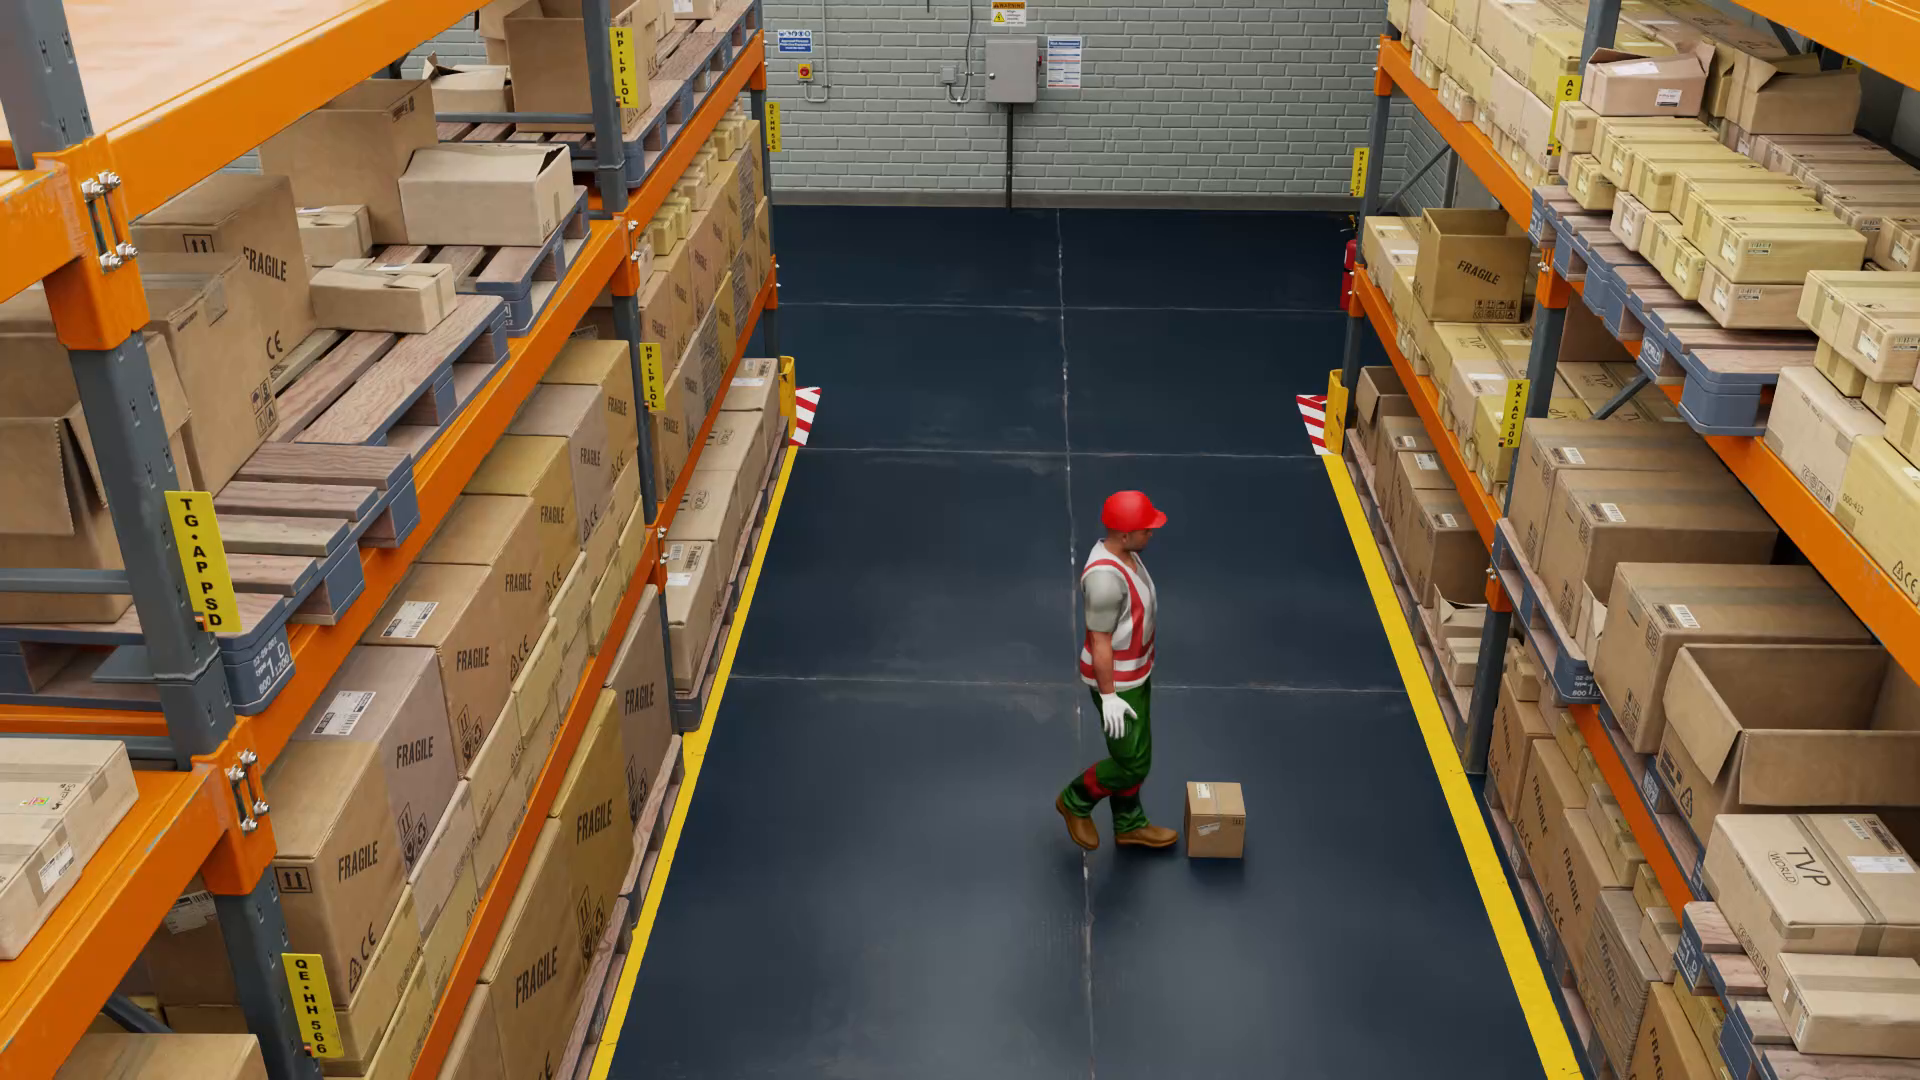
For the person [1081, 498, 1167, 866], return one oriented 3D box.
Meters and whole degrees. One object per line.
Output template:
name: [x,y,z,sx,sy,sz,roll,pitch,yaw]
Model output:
person: [0.706,0.617,7.429,0.352,1.778,0.528,2,28,3]
